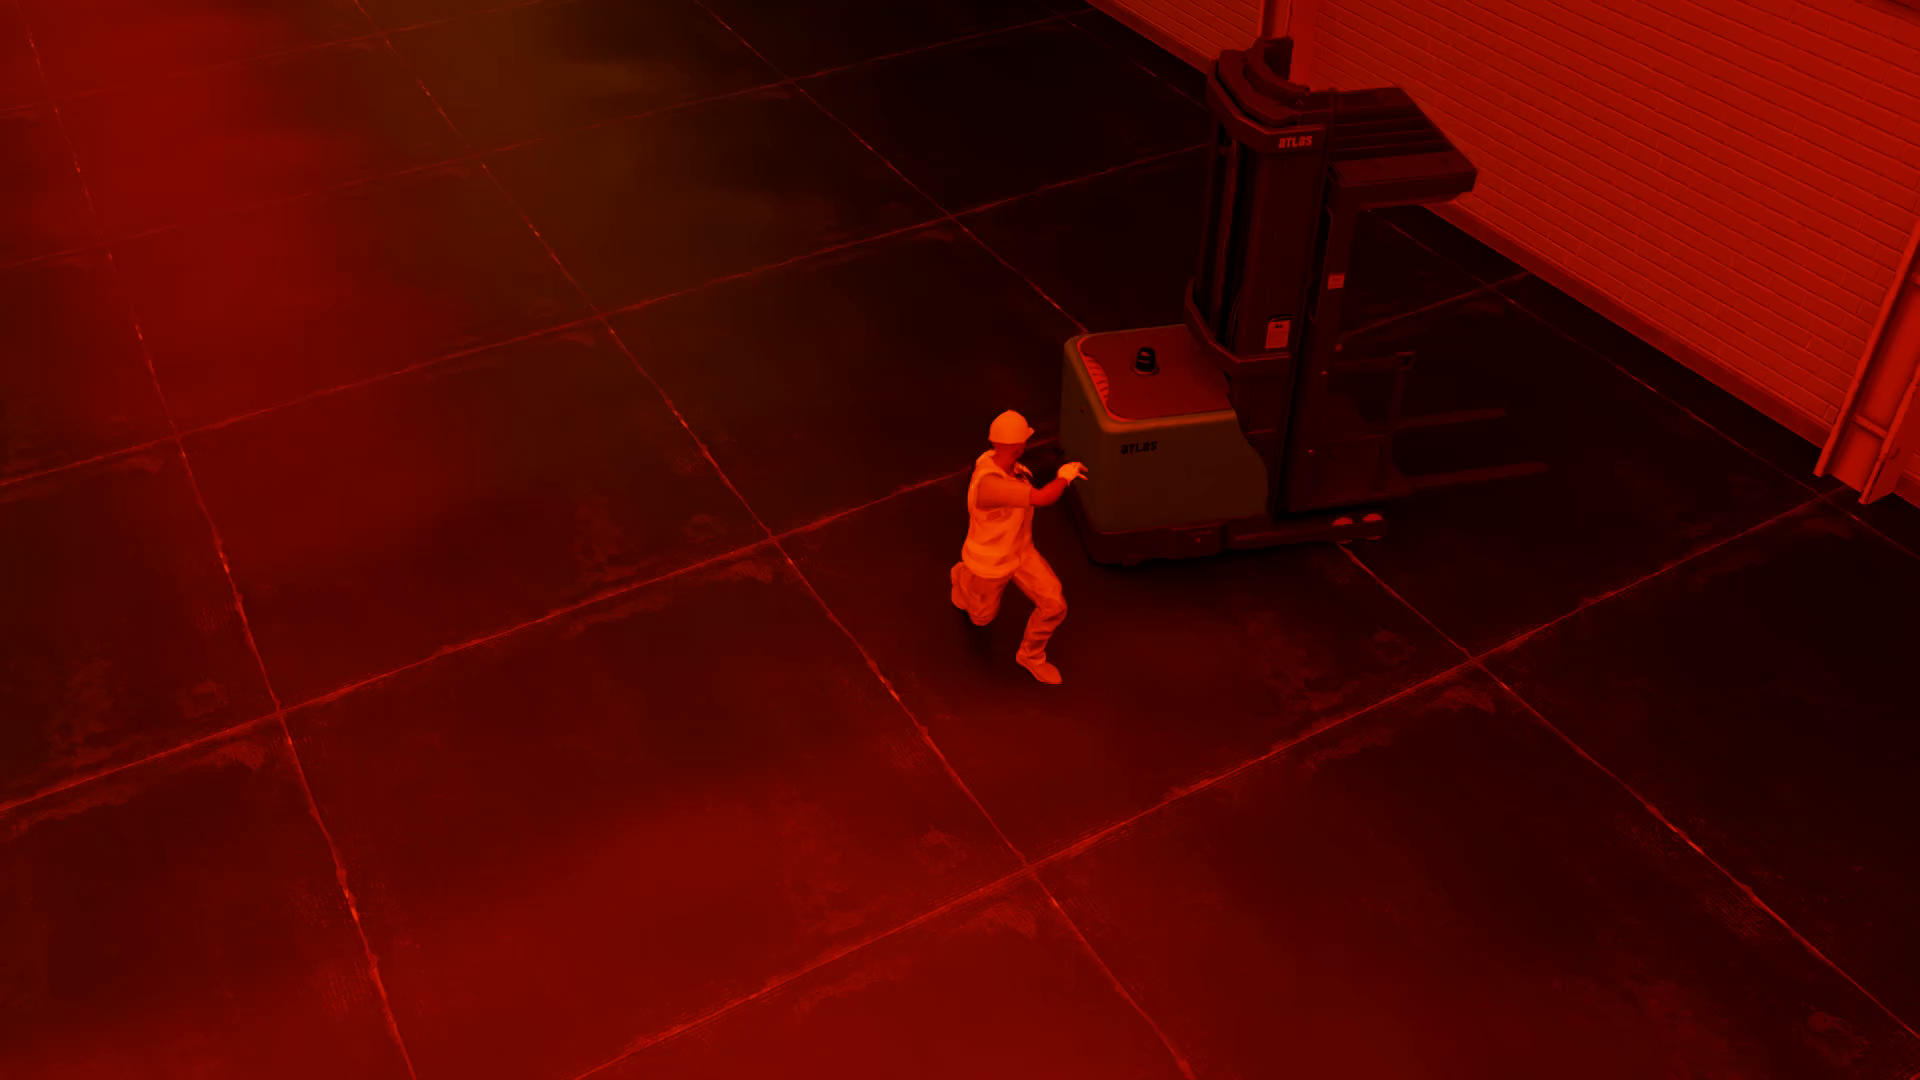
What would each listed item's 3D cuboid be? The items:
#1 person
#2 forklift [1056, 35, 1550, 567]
[{"bbox_3d":[0.357,-0.073,9.268,0.993,1.513,0.843,33,50,33],"label":"person"},{"bbox_3d":[2.188,-1.429,9.759,3.031,2.935,1.130,-7,40,-9],"label":"forklift"}]
